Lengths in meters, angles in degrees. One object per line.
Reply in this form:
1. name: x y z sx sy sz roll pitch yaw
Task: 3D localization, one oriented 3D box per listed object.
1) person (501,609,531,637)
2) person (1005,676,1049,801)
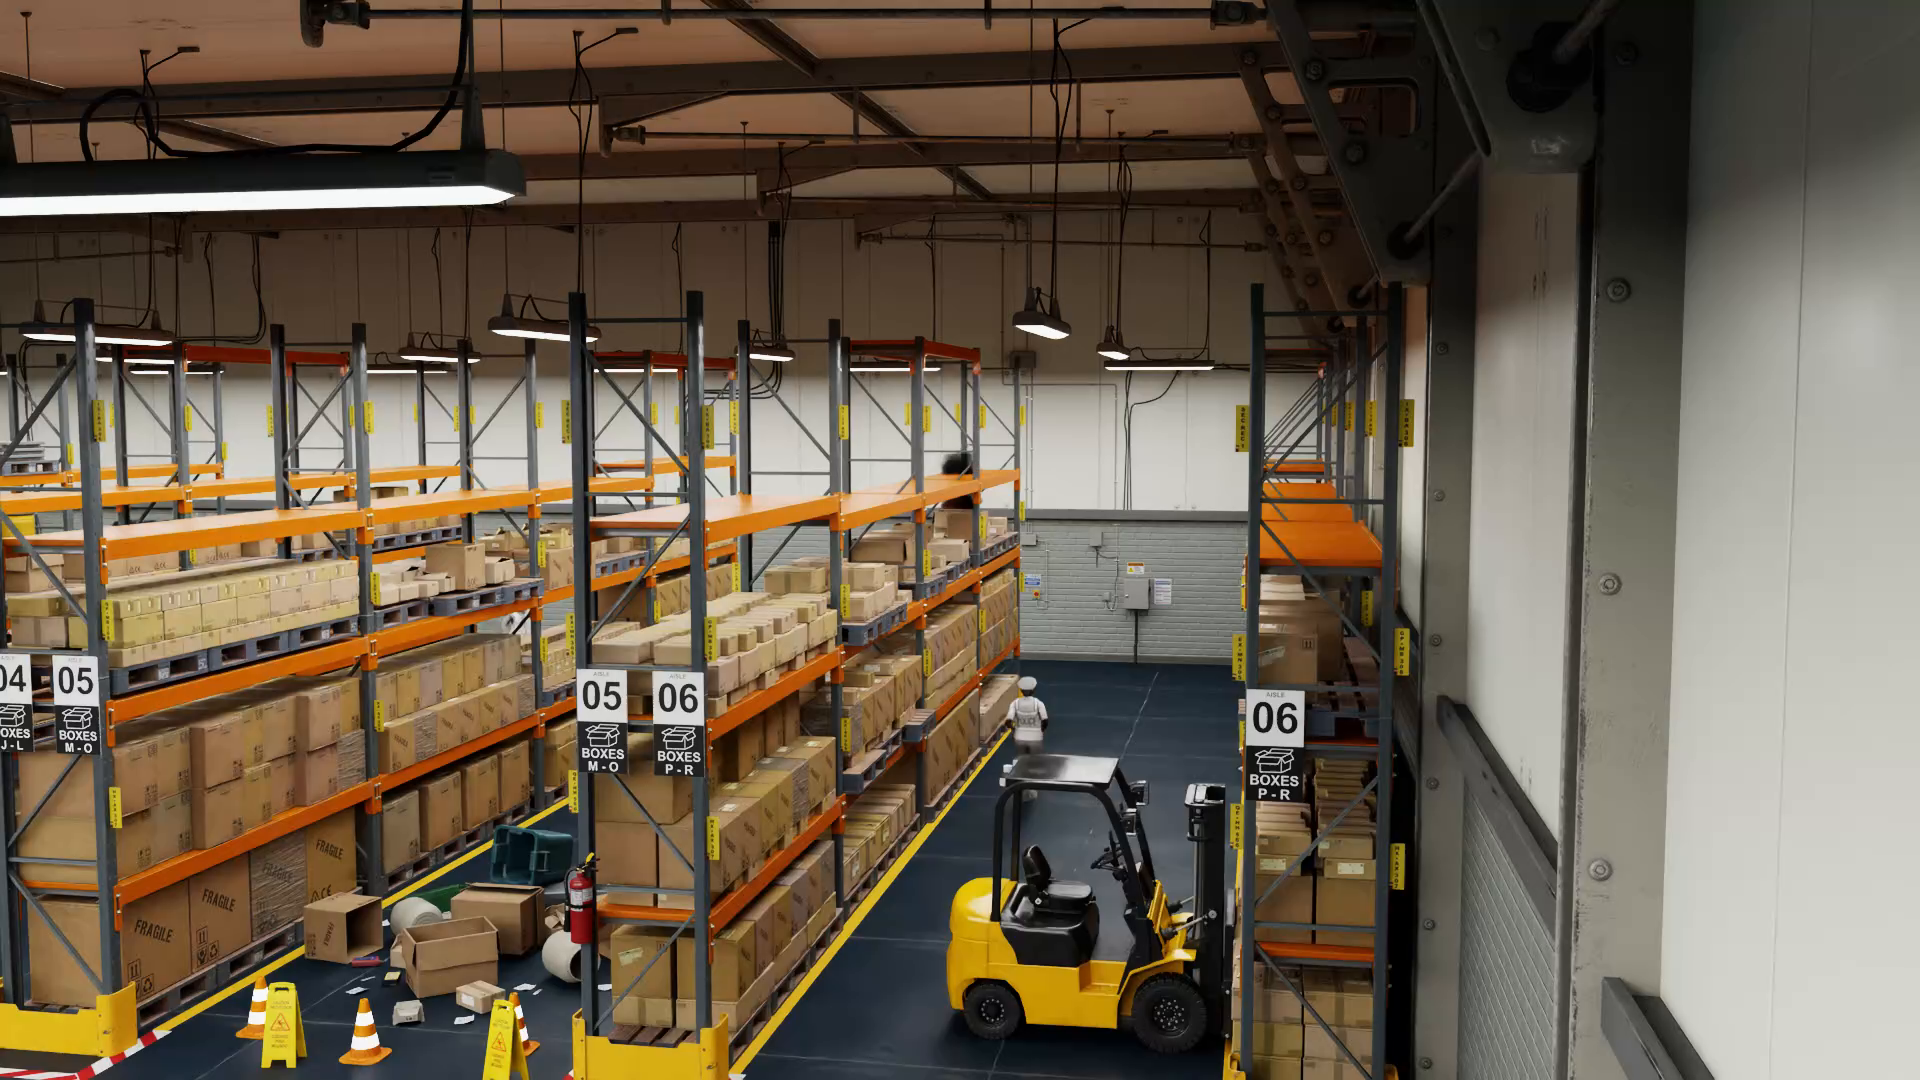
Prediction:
1. person: -8.058 1.847 30.565 0.697 1.745 0.666 -4 6 -41
2. person: 0.879 2.596 21.663 0.573 1.647 0.584 1 5 10
